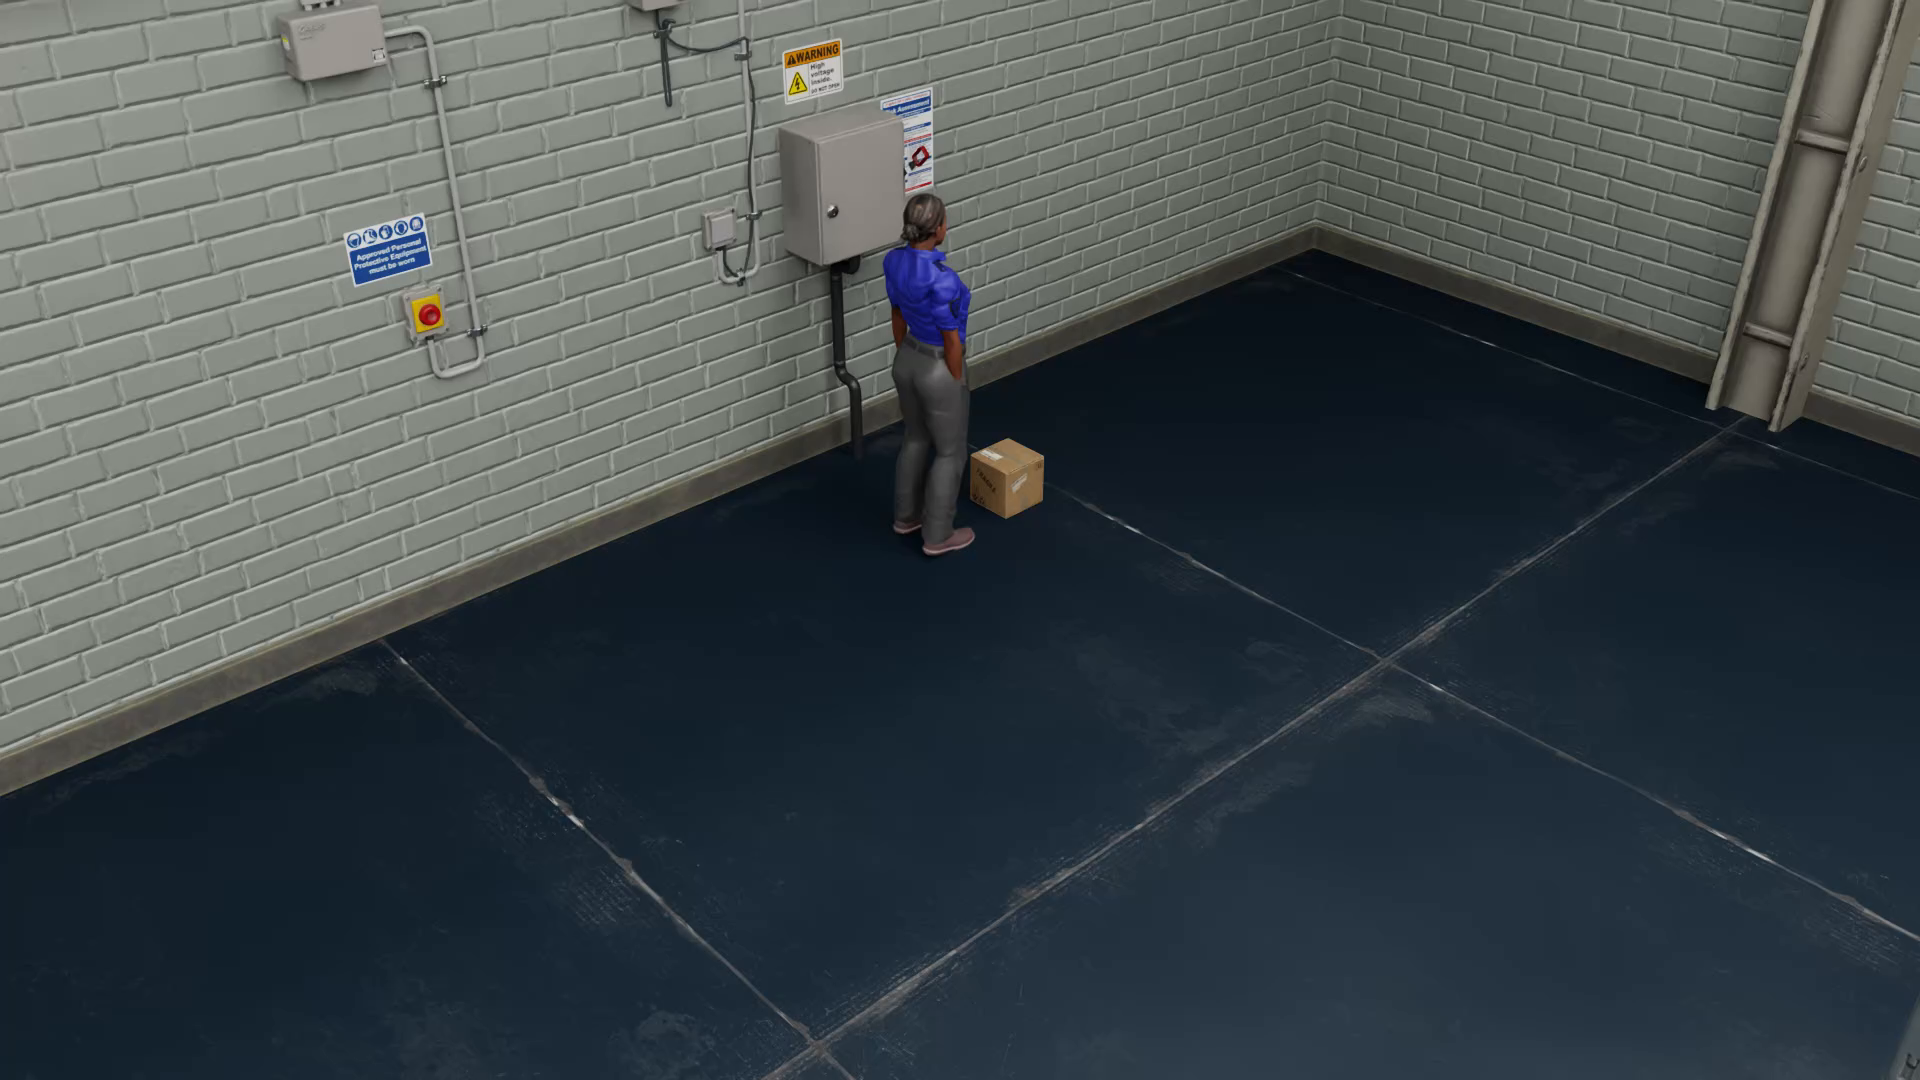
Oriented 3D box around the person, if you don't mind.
[{"bbox_3d":[-0.135,-0.730,7.324,0.314,1.661,0.437,-25,40,-34],"label":"person"}]
